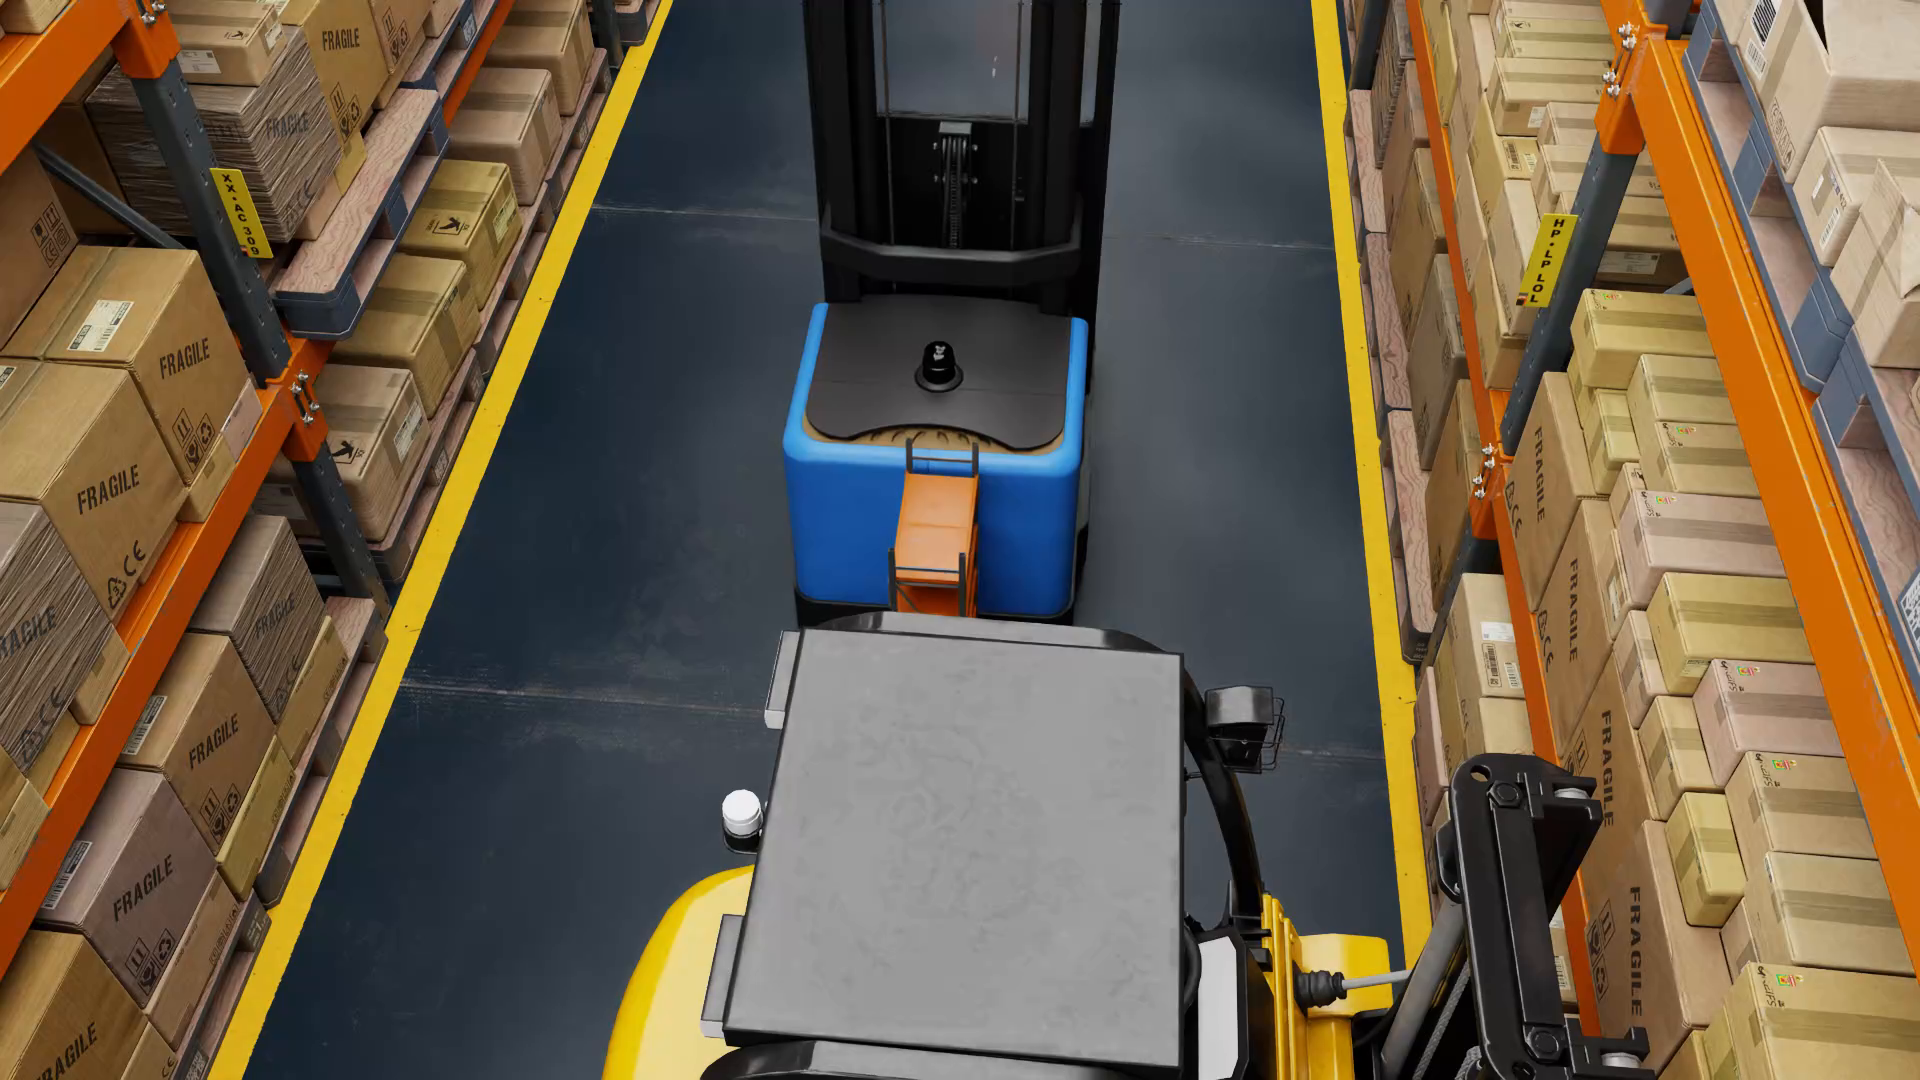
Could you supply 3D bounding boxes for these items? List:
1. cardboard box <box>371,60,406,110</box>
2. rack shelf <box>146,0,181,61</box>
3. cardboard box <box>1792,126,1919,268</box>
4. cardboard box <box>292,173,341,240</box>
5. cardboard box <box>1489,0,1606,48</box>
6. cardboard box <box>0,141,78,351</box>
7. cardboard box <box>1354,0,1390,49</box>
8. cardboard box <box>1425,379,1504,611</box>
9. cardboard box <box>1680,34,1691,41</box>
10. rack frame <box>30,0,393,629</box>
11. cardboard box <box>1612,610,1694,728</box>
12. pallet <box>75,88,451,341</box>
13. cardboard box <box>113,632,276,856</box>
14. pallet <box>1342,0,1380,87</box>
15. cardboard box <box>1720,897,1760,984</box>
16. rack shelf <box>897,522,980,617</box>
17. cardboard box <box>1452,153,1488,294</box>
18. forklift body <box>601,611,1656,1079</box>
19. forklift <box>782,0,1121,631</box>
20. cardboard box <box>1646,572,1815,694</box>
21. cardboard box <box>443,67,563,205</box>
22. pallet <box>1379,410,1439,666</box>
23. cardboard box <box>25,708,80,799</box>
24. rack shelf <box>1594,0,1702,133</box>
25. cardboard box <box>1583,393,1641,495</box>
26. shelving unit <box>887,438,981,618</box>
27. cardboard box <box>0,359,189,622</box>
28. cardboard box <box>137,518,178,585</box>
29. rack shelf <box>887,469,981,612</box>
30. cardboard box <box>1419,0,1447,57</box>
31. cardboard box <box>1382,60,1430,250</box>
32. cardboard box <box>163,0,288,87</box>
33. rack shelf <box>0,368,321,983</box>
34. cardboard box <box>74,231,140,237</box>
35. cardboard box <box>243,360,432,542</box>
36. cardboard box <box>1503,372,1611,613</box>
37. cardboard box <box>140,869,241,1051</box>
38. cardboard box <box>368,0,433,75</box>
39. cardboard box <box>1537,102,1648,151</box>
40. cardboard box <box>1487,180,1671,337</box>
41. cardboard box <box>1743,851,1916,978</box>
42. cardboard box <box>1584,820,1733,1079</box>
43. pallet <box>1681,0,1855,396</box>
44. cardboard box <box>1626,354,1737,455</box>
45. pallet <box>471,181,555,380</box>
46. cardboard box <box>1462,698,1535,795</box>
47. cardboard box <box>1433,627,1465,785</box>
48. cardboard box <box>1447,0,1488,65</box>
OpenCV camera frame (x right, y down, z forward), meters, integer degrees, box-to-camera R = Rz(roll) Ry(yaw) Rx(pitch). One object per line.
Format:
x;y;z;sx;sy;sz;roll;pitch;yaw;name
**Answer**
-2.318;-1.755;6.234;0.380;0.149;0.250;5;48;4;cardboard box
-2.548;-2.970;5.914;1.077;0.370;4.000;4;48;4;rack shelf
1.800;-0.629;3.103;0.380;0.149;0.250;5;48;5;cardboard box
-2.365;-1.173;5.701;0.380;0.149;0.250;5;48;4;cardboard box
2.111;-1.859;5.936;0.380;0.149;0.250;4;48;4;cardboard box
-2.986;-0.894;4.614;0.700;0.500;0.500;3;48;3;cardboard box
2.403;-2.962;8.862;0.500;0.500;0.500;5;48;5;cardboard box
2.250;-0.124;6.181;0.875;0.625;0.625;6;48;5;cardboard box
2.610;-1.644;5.739;0.380;0.149;0.250;4;48;3;cardboard box
-2.730;-0.731;5.412;1.000;3.000;0.127;4;48;4;rack frame
1.783;0.317;3.946;0.380;0.149;0.250;3;48;3;cardboard box
-2.515;-1.218;5.987;1.003;0.211;1.213;4;48;4;pallet
-2.561;0.629;5.238;0.500;0.500;0.500;5;48;4;cardboard box
2.684;-2.944;9.326;1.003;0.211;1.213;4;48;4;pallet
1.807;0.892;3.420;0.380;0.149;0.250;4;48;3;cardboard box
-0.081;0.156;5.608;0.258;0.148;0.480;4;48;3;rack shelf
2.039;-1.107;5.857;0.500;0.250;0.500;4;48;3;cardboard box
0.205;1.310;4.120;2.313;2.155;1.214;4;48;4;forklift body
0.027;-1.634;6.284;1.130;2.935;3.031;4;48;3;forklift
1.818;0.222;3.831;0.380;0.149;0.250;3;48;3;cardboard box
-2.486;-1.968;8.039;0.950;0.372;0.625;3;48;3;cardboard box
2.242;-0.003;6.635;1.003;0.211;1.213;4;48;4;pallet
-2.598;0.543;4.416;0.380;0.149;0.250;3;48;3;cardboard box
2.396;-2.639;5.612;1.077;0.370;4.000;4;48;4;rack shelf
1.900;-0.246;4.460;0.380;0.149;0.250;5;48;4;cardboard box
-0.081;0.262;5.723;0.258;1.200;0.503;4;48;3;shelving unit
-2.563;-0.143;4.605;0.500;0.500;0.500;5;48;5;cardboard box
-2.573;-0.019;4.931;0.380;0.149;0.250;4;48;4;cardboard box
-0.081;-0.003;5.433;0.258;0.148;0.480;4;48;3;rack shelf
2.204;-2.231;6.885;0.500;0.250;0.500;2;48;2;cardboard box
2.456;-1.741;7.660;0.875;0.625;0.625;5;48;5;cardboard box
-2.335;-1.548;5.165;0.380;0.149;0.250;4;48;3;cardboard box
-2.912;0.982;4.333;1.077;0.370;4.000;4;48;4;rack shelf
-2.958;-1.184;5.712;0.380;0.149;0.250;4;48;4;cardboard box
-2.684;-0.371;6.579;0.950;0.372;0.625;4;48;4;cardboard box
1.913;-0.125;4.790;0.500;0.500;0.500;3;48;2;cardboard box
-2.606;1.273;5.157;0.500;0.250;0.500;5;48;4;cardboard box
-2.298;-2.062;6.076;0.500;0.500;0.500;4;48;3;cardboard box
2.104;-1.286;5.412;0.380;0.149;0.250;4;48;3;cardboard box
2.004;-0.896;5.325;0.500;0.250;0.500;3;48;3;cardboard box
1.806;0.782;3.319;0.380;0.149;0.250;4;48;4;cardboard box
1.770;0.999;3.762;0.500;0.500;0.500;4;48;4;cardboard box
2.162;-0.754;3.460;1.003;0.211;1.213;4;48;4;pallet
1.973;-0.339;4.344;0.380;0.149;0.250;5;48;4;cardboard box
-2.552;-1.261;7.786;1.003;0.211;1.213;4;48;4;pallet
1.800;0.758;4.951;0.500;0.250;0.500;4;48;4;cardboard box
1.862;0.552;5.478;0.500;0.250;0.500;4;48;3;cardboard box
2.161;-2.019;6.353;0.500;0.250;0.500;4;48;4;cardboard box
